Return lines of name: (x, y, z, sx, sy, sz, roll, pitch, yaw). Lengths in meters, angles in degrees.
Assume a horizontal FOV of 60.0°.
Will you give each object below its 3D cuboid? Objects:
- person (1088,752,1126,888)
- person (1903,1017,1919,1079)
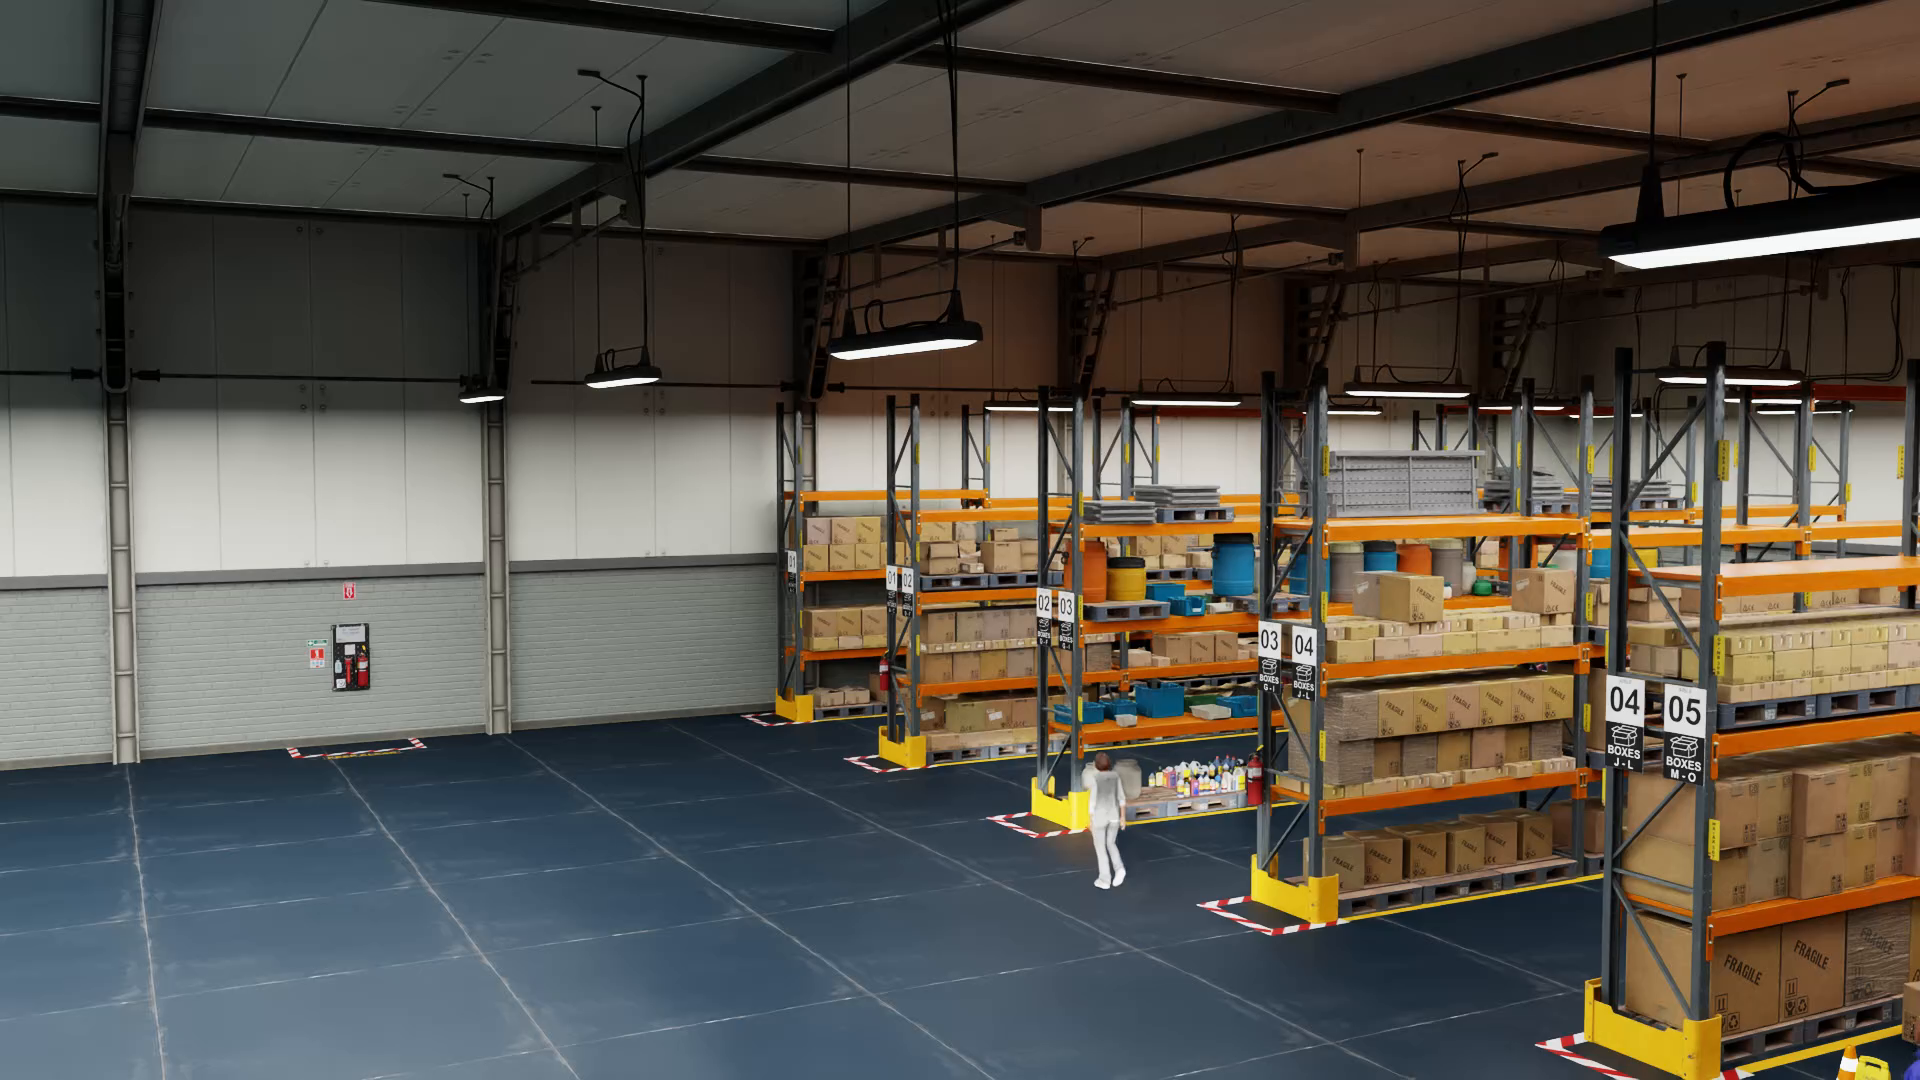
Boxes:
person: (1.718, 3.273, 19.307, 0.424, 1.558, 0.460, -1, 3, -22)
person: (6.107, 3.755, 10.363, 0.444, 1.608, 0.965, -2, 4, -26)
